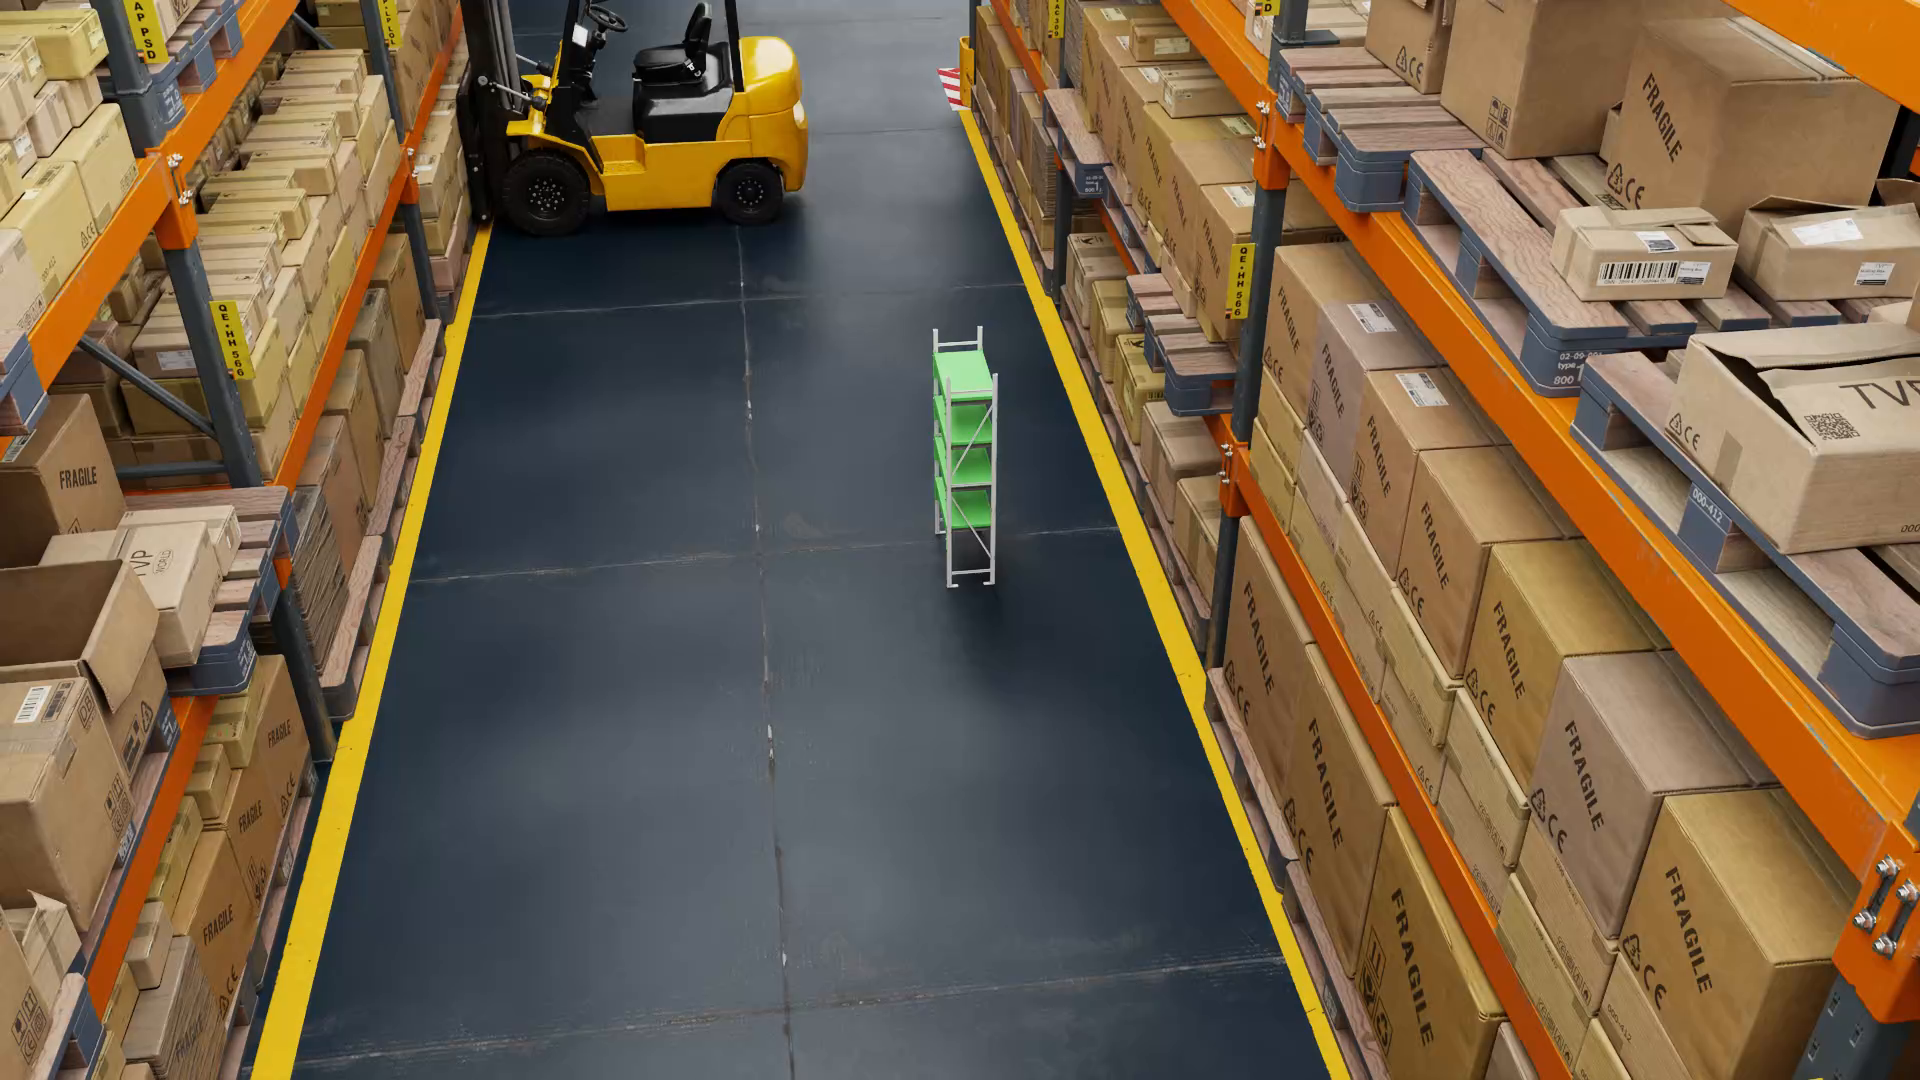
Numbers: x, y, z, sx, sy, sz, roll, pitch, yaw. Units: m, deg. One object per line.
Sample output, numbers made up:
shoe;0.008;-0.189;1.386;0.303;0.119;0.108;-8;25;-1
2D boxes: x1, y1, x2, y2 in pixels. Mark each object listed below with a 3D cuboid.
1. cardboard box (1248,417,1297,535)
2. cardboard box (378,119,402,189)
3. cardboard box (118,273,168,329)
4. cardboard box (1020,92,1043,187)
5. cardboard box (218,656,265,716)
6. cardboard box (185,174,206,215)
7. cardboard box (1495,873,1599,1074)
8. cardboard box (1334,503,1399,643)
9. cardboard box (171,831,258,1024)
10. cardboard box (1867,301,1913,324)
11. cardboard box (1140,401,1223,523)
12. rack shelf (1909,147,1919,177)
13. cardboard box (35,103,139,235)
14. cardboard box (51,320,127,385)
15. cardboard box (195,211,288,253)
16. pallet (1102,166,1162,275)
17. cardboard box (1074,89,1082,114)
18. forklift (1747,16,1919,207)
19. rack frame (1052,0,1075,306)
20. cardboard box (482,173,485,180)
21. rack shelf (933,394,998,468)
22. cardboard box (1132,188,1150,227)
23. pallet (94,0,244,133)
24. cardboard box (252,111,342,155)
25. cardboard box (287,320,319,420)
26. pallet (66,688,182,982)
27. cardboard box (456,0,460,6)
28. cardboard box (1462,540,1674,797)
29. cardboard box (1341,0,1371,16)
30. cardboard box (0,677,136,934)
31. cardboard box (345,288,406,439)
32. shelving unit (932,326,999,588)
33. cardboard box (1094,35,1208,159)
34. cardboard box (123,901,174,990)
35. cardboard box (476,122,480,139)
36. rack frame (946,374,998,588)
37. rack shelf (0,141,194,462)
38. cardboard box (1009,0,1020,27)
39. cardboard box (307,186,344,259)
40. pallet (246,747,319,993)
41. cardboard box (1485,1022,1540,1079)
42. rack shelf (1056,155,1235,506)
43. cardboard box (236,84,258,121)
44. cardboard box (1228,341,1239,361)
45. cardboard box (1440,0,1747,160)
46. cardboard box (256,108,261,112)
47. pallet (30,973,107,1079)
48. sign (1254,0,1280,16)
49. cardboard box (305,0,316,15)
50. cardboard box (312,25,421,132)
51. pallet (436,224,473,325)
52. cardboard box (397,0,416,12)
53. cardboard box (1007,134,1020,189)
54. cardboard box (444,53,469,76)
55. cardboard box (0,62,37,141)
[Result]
cardboard box;1.474;-0.278;6.627;0.500;0.250;0.500;-5;35;-7
cardboard box;-3.472;-2.163;9.393;0.500;0.250;0.500;-4;34;-5
cardboard box;-3.667;-0.913;7.116;0.500;0.250;0.500;-4;34;-6
cardboard box;0.704;-2.805;11.605;0.500;0.500;0.500;-4;34;-6
cardboard box;-2.943;0.594;6.486;0.380;0.149;0.250;-6;35;-9
cardboard box;-3.731;-1.585;7.747;0.380;0.149;0.250;-3;34;-5
cardboard box;1.818;1.147;4.537;0.500;0.250;0.500;-5;35;-7
cardboard box;1.604;0.093;5.640;0.500;0.250;0.500;-4;35;-7
cardboard box;-2.861;1.397;5.883;0.500;0.500;0.500;-3;34;-4
cardboard box;2.372;-0.449;3.916;0.380;0.166;0.250;-7;35;-10
cardboard box;1.484;-0.447;8.702;0.950;0.372;0.625;-5;35;-7
rack shelf;6.280;-1.882;9.487;1.077;0.370;4.000;-4;35;-6
cardboard box;-2.951;-1.163;5.263;0.500;0.250;0.500;-5;35;-8
cardboard box;-3.505;-0.729;6.492;0.380;0.149;0.250;-3;34;-5
cardboard box;-3.220;-1.336;7.383;0.380;0.149;0.250;-4;34;-6
pallet;1.350;-1.654;8.684;1.003;0.211;1.213;-4;35;-6
cardboard box;0.881;-2.601;9.754;0.380;0.149;0.250;-4;34;-6
forklift;3.428;-1.177;7.875;1.130;2.935;3.031;-3;34;-5
rack frame;1.119;-2.864;10.289;1.000;3.000;0.127;-4;35;-6
cardboard box;-3.753;-2.671;12.074;0.500;0.250;0.500;-3;34;-5
rack shelf;0.022;-0.549;8.177;0.258;0.148;0.480;-4;35;-6
cardboard box;1.093;-1.725;8.468;0.380;0.149;0.250;-5;35;-8
pallet;-3.441;-1.787;6.213;1.213;0.211;1.003;-3;34;-4
cardboard box;-3.360;-2.051;8.431;0.380;0.149;0.250;-5;35;-8
cardboard box;-3.141;-0.739;7.304;0.500;0.250;0.500;-5;35;-7
pallet;-2.995;0.910;4.921;1.003;0.211;1.213;-4;35;-6
cardboard box;-3.950;-4.214;12.182;0.500;0.500;0.500;-3;34;-5
cardboard box;1.761;0.343;4.606;0.500;0.500;0.500;-3;34;-5
cardboard box;1.749;-2.147;6.692;0.396;0.266;0.258;-4;35;-6
cardboard box;-2.741;0.750;4.525;0.700;0.500;0.500;-5;35;-7
cardboard box;-3.621;-0.954;9.222;0.875;0.625;0.625;-5;35;-7
shelving unit;0.022;-0.403;8.277;0.258;1.200;0.503;-4;35;-6
cardboard box;1.019;-2.362;8.826;0.500;0.500;0.500;-5;35;-7
cardboard box;-2.793;1.336;5.397;0.380;0.149;0.250;-6;35;-9
cardboard box;-3.814;-3.147;12.329;0.500;0.250;0.500;-5;35;-7
rack frame;0.055;-0.267;8.077;0.240;1.200;0.015;-4;35;-6
rack shelf;-2.992;-0.080;4.179;1.077;0.370;4.000;-4;35;-6
cardboard box;0.559;-3.769;11.840;0.380;0.149;0.250;-4;34;-6
cardboard box;-3.291;-1.521;8.007;0.500;0.250;0.500;-4;34;-6
pallet;-3.198;1.318;6.628;1.003;0.211;1.213;-4;35;-6
cardboard box;2.033;1.965;4.717;0.875;0.875;0.875;-3;34;-5
rack shelf;1.388;-1.451;8.854;1.077;0.370;4.000;-4;35;-6
cardboard box;-3.947;-2.290;8.781;0.380;0.149;0.250;-4;35;-7
cardboard box;1.380;-0.867;7.208;0.380;0.149;0.250;-3;34;-5
cardboard box;1.979;-1.548;5.233;0.700;0.500;0.500;-6;35;-9
cardboard box;-3.985;-2.328;9.192;0.500;0.250;0.500;-5;35;-7
pallet;-2.722;1.604;3.904;1.003;0.211;1.213;-4;35;-6
sign;1.119;-2.045;5.965;0.100;0.325;0.005;-4;35;-6
cardboard box;-3.690;-3.256;9.936;0.380;0.149;0.250;-4;34;-6
cardboard box;-3.600;-2.795;10.098;0.500;0.500;0.500;-5;35;-8
pallet;-3.864;-1.781;11.175;1.003;0.211;1.213;-4;35;-6
cardboard box;-3.640;-3.424;10.446;0.380;0.149;0.250;-4;34;-5
cardboard box;0.628;-2.791;12.251;0.500;0.250;0.500;-4;34;-6
cardboard box;-3.814;-3.370;12.212;0.500;0.250;0.500;-4;34;-6
cardboard box;-2.905;-1.250;4.772;0.380;0.149;0.250;-5;35;-8
